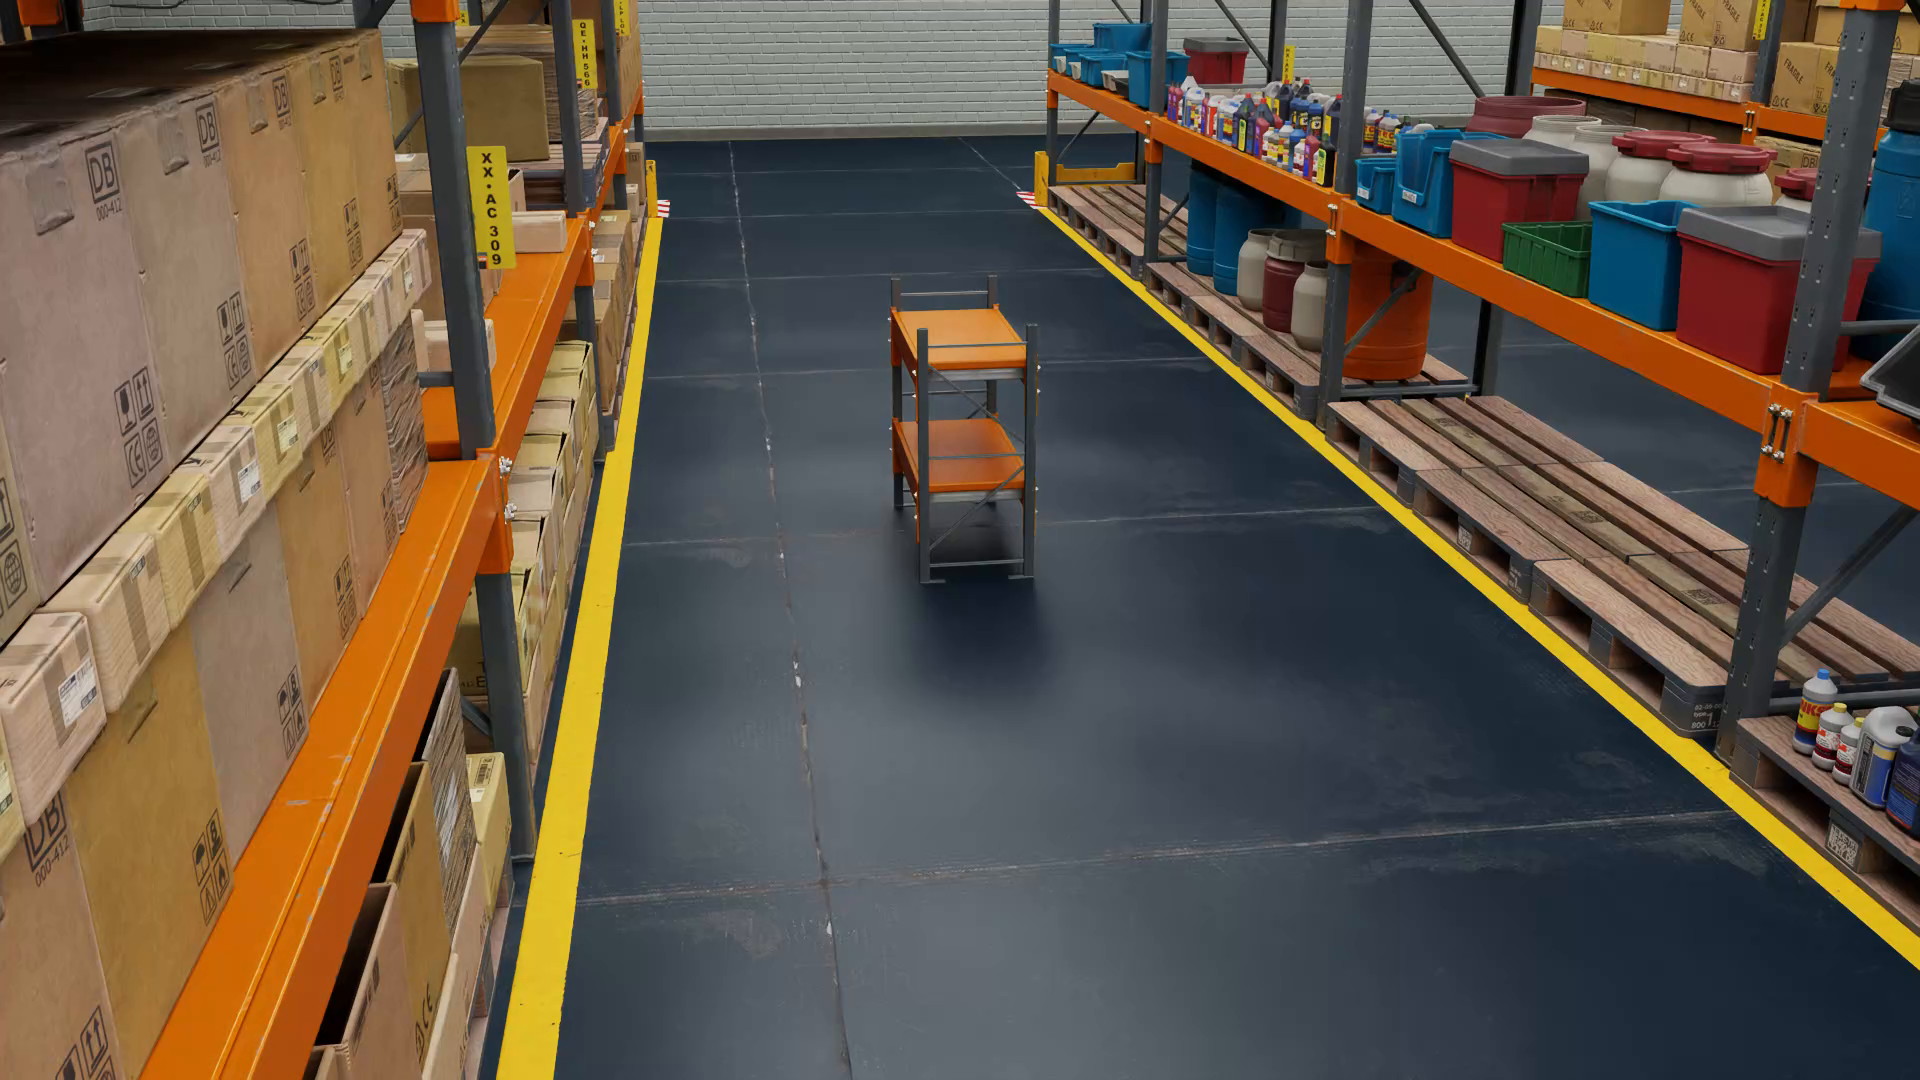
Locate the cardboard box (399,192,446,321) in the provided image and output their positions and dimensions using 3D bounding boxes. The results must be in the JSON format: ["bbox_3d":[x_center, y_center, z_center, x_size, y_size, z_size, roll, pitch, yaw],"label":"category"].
[{"bbox_3d":[-1.976,-0.915,5.735,0.500,0.500,0.500,-1,21,-4],"label":"cardboard box"}]

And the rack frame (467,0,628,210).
[{"bbox_3d":[-2.958,-3.188,11.966,1.000,3.000,0.127,-3,21,-8],"label":"rack frame"}]

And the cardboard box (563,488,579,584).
[{"bbox_3d":[-1.840,-0.012,6.790,0.500,0.250,0.500,-3,21,-7],"label":"cardboard box"}]

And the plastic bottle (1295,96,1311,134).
[{"bbox_3d":[2.344,-2.896,11.367,0.097,0.271,0.097,0,20,0],"label":"plastic bottle"}]

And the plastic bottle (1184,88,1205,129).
[{"bbox_3d":[1.686,-3.073,11.833,0.152,0.276,0.135,-3,21,-8],"label":"plastic bottle"}]

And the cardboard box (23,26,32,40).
[{"bbox_3d":[-8.237,-4.035,13.805,0.980,0.700,0.700,-3,21,-8],"label":"cardboard box"}]

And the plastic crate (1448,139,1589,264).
[{"bbox_3d":[2.451,-1.507,7.373,0.402,0.464,0.583,-3,21,-8],"label":"plastic crate"}]

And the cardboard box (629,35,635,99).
[{"bbox_3d":[-2.984,-3.952,13.867,0.500,0.500,0.500,-3,21,-9],"label":"cardboard box"}]

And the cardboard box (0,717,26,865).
[{"bbox_3d":[-1.147,0.291,1.579,0.380,0.149,0.250,-3,21,-8],"label":"cardboard box"}]

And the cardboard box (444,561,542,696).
[{"bbox_3d":[-1.618,0.254,5.276,0.500,0.311,0.500,-3,21,-8],"label":"cardboard box"}]

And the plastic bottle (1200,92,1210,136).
[{"bbox_3d":[1.702,-2.926,11.431,0.061,0.283,0.133,-3,21,-8],"label":"plastic bottle"}]

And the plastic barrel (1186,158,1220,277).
[{"bbox_3d":[2.005,-2.461,12.418,0.600,0.901,0.708,-3,21,-8],"label":"plastic barrel"}]

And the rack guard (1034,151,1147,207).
[{"bbox_3d":[1.351,-3.659,16.797,1.175,0.500,0.348,-3,21,-8],"label":"rack guard"}]

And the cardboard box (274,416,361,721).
[{"bbox_3d":[-1.584,0.044,3.168,0.700,0.500,0.500,-3,21,-7],"label":"cardboard box"}]

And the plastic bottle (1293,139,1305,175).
[{"bbox_3d":[1.994,-2.232,9.689,0.097,0.201,0.097,0,20,0],"label":"plastic bottle"}]

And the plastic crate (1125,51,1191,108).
[{"bbox_3d":[1.539,-3.602,13.010,0.392,0.384,0.575,-3,21,-8],"label":"plastic crate"}]

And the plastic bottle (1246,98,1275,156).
[{"bbox_3d":[1.893,-2.600,10.462,0.144,0.351,0.185,-3,21,-8],"label":"plastic bottle"}]

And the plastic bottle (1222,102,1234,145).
[{"bbox_3d":[1.790,-2.755,10.989,0.097,0.271,0.097,0,20,0],"label":"plastic bottle"}]

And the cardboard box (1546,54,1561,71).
[{"bbox_3d":[6.031,-4.726,16.441,0.380,0.149,0.250,-3,21,-9],"label":"cardboard box"}]

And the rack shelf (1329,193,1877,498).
[{"bbox_3d":[2.809,-1.023,7.195,1.077,0.370,4.000,-3,21,-8],"label":"rack shelf"}]

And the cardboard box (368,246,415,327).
[{"bbox_3d":[-1.520,-0.600,3.966,0.380,0.149,0.250,-3,21,-9],"label":"cardboard box"}]

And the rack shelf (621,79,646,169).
[{"bbox_3d":[-3.247,-3.544,13.946,1.077,0.370,4.000,-3,21,-8],"label":"rack shelf"}]

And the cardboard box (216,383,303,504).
[{"bbox_3d":[-1.331,-0.154,2.772,0.380,0.149,0.250,-2,21,-6],"label":"cardboard box"}]

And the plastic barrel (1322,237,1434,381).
[{"bbox_3d":[2.433,-1.401,9.681,0.600,0.830,0.708,-3,21,-8],"label":"plastic barrel"}]

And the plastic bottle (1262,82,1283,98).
[{"bbox_3d":[2.320,-3.259,12.331,0.152,0.276,0.135,-3,21,-8],"label":"plastic bottle"}]

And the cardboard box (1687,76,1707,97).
[{"bbox_3d":[6.403,-3.836,14.059,0.380,0.149,0.250,-3,21,-9],"label":"cardboard box"}]

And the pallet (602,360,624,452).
[{"bbox_3d":[-2.452,-0.758,9.443,1.003,0.211,1.213,-3,21,-8],"label":"pallet"}]

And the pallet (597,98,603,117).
[{"bbox_3d":[-2.951,-2.816,11.244,1.003,0.211,1.213,-3,21,-8],"label":"pallet"}]

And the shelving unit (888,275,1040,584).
[{"bbox_3d":[-0.001,-0.529,7.526,0.538,1.125,1.048,-3,21,-8],"label":"shelving unit"}]

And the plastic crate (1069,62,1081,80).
[{"bbox_3d":[1.139,-4.274,15.164,0.250,0.136,0.298,-3,21,-8],"label":"plastic crate"}]

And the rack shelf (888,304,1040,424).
[{"bbox_3d":[-0.001,-0.803,7.423,0.538,0.278,1.000,-3,21,-8],"label":"rack shelf"}]

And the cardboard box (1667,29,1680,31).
[{"bbox_3d":[6.673,-4.811,16.099,0.500,0.250,0.500,-3,21,-9],"label":"cardboard box"}]

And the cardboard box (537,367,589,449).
[{"bbox_3d":[-1.981,-0.626,7.634,0.500,0.311,0.500,-3,21,-9],"label":"cardboard box"}]

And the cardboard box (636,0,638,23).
[{"bbox_3d":[-3.199,-4.948,15.106,0.500,0.500,0.500,-3,21,-8],"label":"cardboard box"}]

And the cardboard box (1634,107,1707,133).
[{"bbox_3d":[6.699,-3.432,15.055,0.875,0.875,0.875,-3,21,-8],"label":"cardboard box"}]

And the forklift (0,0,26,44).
[{"bbox_3d":[-5.040,-1.782,8.299,1.130,2.935,3.031,-4,21,-9],"label":"forklift"}]

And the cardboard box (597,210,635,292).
[{"bbox_3d":[-2.604,-2.067,11.907,0.500,0.500,0.500,-3,21,-8],"label":"cardboard box"}]

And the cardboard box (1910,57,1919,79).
[{"bbox_3d":[6.889,-3.036,11.414,0.500,0.500,0.500,-3,21,-7],"label":"cardboard box"}]

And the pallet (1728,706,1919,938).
[{"bbox_3d":[3.153,0.874,5.075,1.003,0.211,1.213,-3,21,-8],"label":"pallet"}]

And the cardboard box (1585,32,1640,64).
[{"bbox_3d":[6.221,-4.607,15.554,0.500,0.250,0.500,-4,21,-10],"label":"cardboard box"}]

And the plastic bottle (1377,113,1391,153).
[{"bbox_3d":[2.655,-2.519,10.358,0.097,0.271,0.097,0,20,0],"label":"plastic bottle"}]

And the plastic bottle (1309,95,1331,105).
[{"bbox_3d":[2.465,-2.911,11.400,0.152,0.276,0.135,-3,21,-8],"label":"plastic bottle"}]

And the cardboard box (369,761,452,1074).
[{"bbox_3d":[-1.386,0.818,3.498,0.500,0.500,0.500,-3,21,-8],"label":"cardboard box"}]

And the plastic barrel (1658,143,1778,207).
[{"bbox_3d":[3.070,-1.327,6.788,0.433,0.535,0.433,0,20,0],"label":"plastic barrel"}]

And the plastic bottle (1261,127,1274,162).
[{"bbox_3d":[1.910,-2.434,10.230,0.097,0.201,0.097,0,20,0],"label":"plastic bottle"}]

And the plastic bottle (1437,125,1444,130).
[{"bbox_3d":[2.776,-2.280,9.699,0.061,0.283,0.133,-3,21,-8],"label":"plastic bottle"}]

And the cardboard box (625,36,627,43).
[{"bbox_3d":[-2.823,-4.060,12.726,0.500,0.500,0.500,-4,21,-9],"label":"cardboard box"}]

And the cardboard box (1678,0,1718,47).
[{"bbox_3d":[6.446,-4.427,13.998,0.500,0.500,0.500,-3,21,-7],"label":"cardboard box"}]

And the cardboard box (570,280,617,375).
[{"bbox_3d":[-2.246,-1.192,9.563,0.500,0.500,0.500,-4,21,-10],"label":"cardboard box"}]

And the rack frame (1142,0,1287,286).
[{"bbox_3d":[1.944,-3.437,12.631,1.000,3.000,0.127,-3,21,-8],"label":"rack frame"}]

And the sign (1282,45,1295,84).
[{"bbox_3d":[2.488,-3.594,12.655,0.100,0.325,0.005,-3,21,-8],"label":"sign"}]

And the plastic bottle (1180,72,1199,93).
[{"bbox_3d":[1.680,-3.262,12.232,0.144,0.351,0.185,-3,21,-8],"label":"plastic bottle"}]

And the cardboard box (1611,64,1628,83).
[{"bbox_3d":[6.216,-4.282,15.253,0.380,0.149,0.250,-3,21,-9],"label":"cardboard box"}]

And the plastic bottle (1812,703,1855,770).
[{"bbox_3d":[2.724,0.605,5.179,0.097,0.201,0.097,0,20,0],"label":"plastic bottle"}]

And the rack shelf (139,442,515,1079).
[{"bbox_3d":[-1.517,0.611,2.822,1.077,0.370,4.000,-3,21,-8],"label":"rack shelf"}]

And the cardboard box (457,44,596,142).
[{"bbox_3d":[-2.527,-2.586,9.609,0.700,0.500,0.500,1,20,2],"label":"cardboard box"}]

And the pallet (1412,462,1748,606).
[{"bbox_3d":[2.766,-0.054,7.559,1.003,0.211,1.213,-3,21,-8],"label":"pallet"}]

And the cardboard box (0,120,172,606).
[{"bbox_3d":[-1.446,-0.225,2.035,0.700,0.500,0.500,-3,21,-8],"label":"cardboard box"}]
